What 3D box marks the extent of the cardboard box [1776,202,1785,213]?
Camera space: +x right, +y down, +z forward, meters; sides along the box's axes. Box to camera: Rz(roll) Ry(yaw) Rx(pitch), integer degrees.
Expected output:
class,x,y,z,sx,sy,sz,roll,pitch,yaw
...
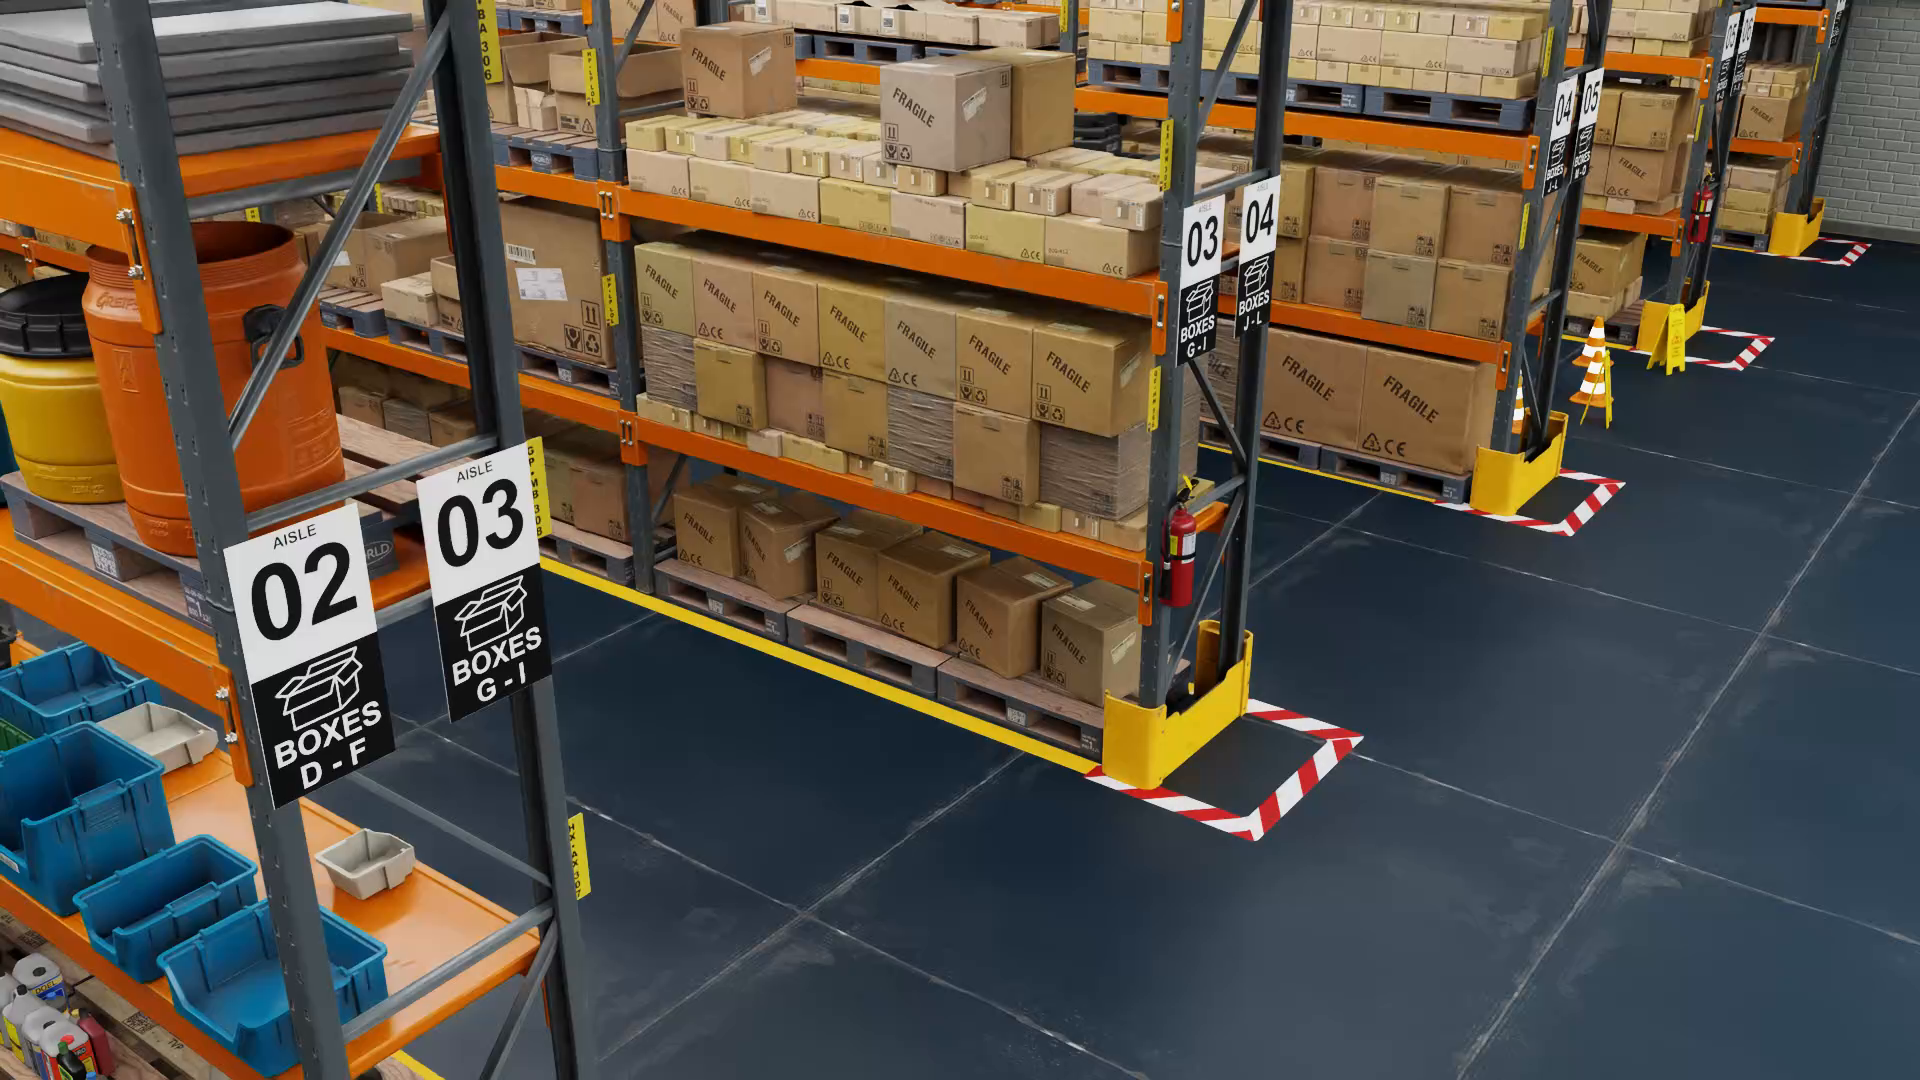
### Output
class,x,y,z,sx,sy,sz,roll,pitch,yaw
cardboard box,9.958,-4.116,20.761,0.500,0.250,0.500,17,29,34

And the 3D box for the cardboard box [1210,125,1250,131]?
class,x,y,z,sx,sy,sz,roll,pitch,yaw
cardboard box,3.155,-4.896,18.629,0.500,0.500,0.500,17,29,34

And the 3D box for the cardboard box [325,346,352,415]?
class,x,y,z,sx,sy,sz,roll,pitch,yaw
cardboard box,-5.625,-1.528,14.113,0.875,0.875,1.225,15,28,31

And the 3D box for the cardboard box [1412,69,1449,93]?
class,x,y,z,sx,sy,sz,roll,pitch,yaw
cardboard box,3.496,-3.366,12.116,0.250,0.149,0.380,17,29,34

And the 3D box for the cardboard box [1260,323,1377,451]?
class,x,y,z,sx,sy,sz,roll,pitch,yaw
cardboard box,3.085,-1.351,13.710,0.875,0.875,0.875,16,29,32

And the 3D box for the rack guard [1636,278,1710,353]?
class,x,y,z,sx,sy,sz,roll,pitch,yaw
rack guard,7.199,-2.272,16.787,0.348,0.500,1.175,17,29,33

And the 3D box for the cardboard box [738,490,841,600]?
class,x,y,z,sx,sy,sz,roll,pitch,yaw
cardboard box,-1.125,0.030,11.042,0.500,0.500,0.500,-16,28,-31

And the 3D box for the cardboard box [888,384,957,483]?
class,x,y,z,sx,sy,sz,roll,pitch,yaw
cardboard box,0.047,-0.741,9.719,0.500,0.500,0.875,17,29,33

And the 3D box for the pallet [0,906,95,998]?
class,x,y,z,sx,sy,sz,roll,pitch,yaw
pallet,-4.342,1.882,7.716,1.213,0.211,1.003,17,29,33

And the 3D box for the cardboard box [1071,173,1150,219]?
class,x,y,z,sx,sy,sz,roll,pitch,yaw
cardboard box,0.769,-1.754,8.482,0.250,0.149,0.380,16,28,32

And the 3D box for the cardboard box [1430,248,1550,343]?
class,x,y,z,sx,sy,sz,roll,pitch,yaw
cardboard box,4.048,-1.920,12.701,0.550,0.550,0.875,17,29,33

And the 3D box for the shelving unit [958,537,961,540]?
class,x,y,z,sx,sy,sz,roll,pitch,yaw
shelving unit,-0.132,-0.589,12.099,0.503,1.200,0.258,17,29,33

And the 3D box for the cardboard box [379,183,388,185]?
class,x,y,z,sx,sy,sz,roll,pitch,yaw
cardboard box,-7.334,-4.335,20.646,0.250,0.149,0.380,18,30,35

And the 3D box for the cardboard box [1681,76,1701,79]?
class,x,y,z,sx,sy,sz,roll,pitch,yaw
cardboard box,8.950,-5.713,20.199,0.250,0.149,0.380,18,29,35

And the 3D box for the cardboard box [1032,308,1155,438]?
class,x,y,z,sx,sy,sz,roll,pitch,yaw
cardboard box,0.728,-0.893,8.824,0.500,0.500,0.500,17,29,33

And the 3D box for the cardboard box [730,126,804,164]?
class,x,y,z,sx,sy,sz,roll,pitch,yaw
cardboard box,-1.128,-2.316,9.757,0.250,0.149,0.380,18,29,35

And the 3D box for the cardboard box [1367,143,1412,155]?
class,x,y,z,sx,sy,sz,roll,pitch,yaw
cardboard box,4.660,-4.237,17.653,0.500,0.500,0.500,17,29,33

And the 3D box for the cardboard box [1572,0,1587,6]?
class,x,y,z,sx,sy,sz,roll,pitch,yaw
cardboard box,6.050,-5.277,16.109,0.250,0.149,0.380,17,29,33

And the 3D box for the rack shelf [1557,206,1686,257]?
class,x,y,z,sx,sy,sz,roll,pitch,yaw
rack shelf,5.660,-3.552,17.484,4.000,0.370,1.077,17,29,33

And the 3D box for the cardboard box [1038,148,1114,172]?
class,x,y,z,sx,sy,sz,roll,pitch,yaw
cardboard box,0.634,-2.032,9.113,0.250,0.149,0.380,18,30,35

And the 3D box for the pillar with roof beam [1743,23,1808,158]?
class,x,y,z,sx,sy,sz,roll,pitch,yaw
pillar with roof beam,7.636,-6.816,16.558,0.400,9.000,9.100,17,29,33

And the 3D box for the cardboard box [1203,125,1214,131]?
class,x,y,z,sx,sy,sz,roll,pitch,yaw
cardboard box,2.848,-4.658,18.893,0.250,0.149,0.380,17,29,34

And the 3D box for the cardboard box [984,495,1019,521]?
class,x,y,z,sx,sy,sz,roll,pitch,yaw
cardboard box,0.343,-0.258,9.426,0.250,0.149,0.380,17,29,33

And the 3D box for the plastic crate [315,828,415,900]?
class,x,y,z,sx,sy,sz,roll,pitch,yaw
plastic crate,-2.177,1.198,6.138,0.250,0.136,0.298,17,29,33

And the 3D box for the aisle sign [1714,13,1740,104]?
class,x,y,z,sx,sy,sz,roll,pitch,yaw
aisle sign,7.136,-4.479,15.471,0.004,0.787,0.394,17,29,33

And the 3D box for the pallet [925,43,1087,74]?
class,x,y,z,sx,sy,sz,roll,pitch,yaw
pallet,0.408,-4.234,14.657,1.217,0.209,0.805,16,28,31

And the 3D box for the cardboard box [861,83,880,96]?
class,x,y,z,sx,sy,sz,roll,pitch,yaw
cardboard box,-0.931,-5.893,21.471,0.500,0.250,0.500,16,28,32

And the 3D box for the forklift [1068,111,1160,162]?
class,x,y,z,sx,sy,sz,roll,pitch,yaw
forklift,0.997,-1.934,13.004,1.130,2.935,3.031,14,28,29

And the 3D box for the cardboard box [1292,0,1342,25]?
class,x,y,z,sx,sy,sz,roll,pitch,yaw
cardboard box,2.679,-3.978,12.515,0.250,0.149,0.380,17,29,34

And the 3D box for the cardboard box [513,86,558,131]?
class,x,y,z,sx,sy,sz,roll,pitch,yaw
cardboard box,-2.696,-2.866,10.960,0.258,0.266,0.396,18,30,35

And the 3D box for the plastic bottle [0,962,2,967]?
class,x,y,z,sx,sy,sz,roll,pitch,yaw
plastic bottle,-4.269,1.803,7.277,0.097,0.271,0.097,0,24,0

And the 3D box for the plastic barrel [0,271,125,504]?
class,x,y,z,sx,sy,sz,roll,pitch,yaw
plastic barrel,-2.642,-0.488,5.163,0.600,0.588,0.600,0,24,0

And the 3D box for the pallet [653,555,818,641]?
class,x,y,z,sx,sy,sz,roll,pitch,yaw
pallet,-1.326,0.259,11.400,1.213,0.211,1.003,17,29,33

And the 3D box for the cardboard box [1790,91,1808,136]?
class,x,y,z,sx,sy,sz,roll,pitch,yaw
cardboard box,10.004,-5.255,20.333,0.500,0.500,0.500,18,29,35

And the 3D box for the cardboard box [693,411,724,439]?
class,x,y,z,sx,sy,sz,roll,pitch,yaw
cardboard box,-1.484,-0.788,10.629,0.250,0.149,0.380,17,29,33

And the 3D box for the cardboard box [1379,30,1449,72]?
class,x,y,z,sx,sy,sz,roll,pitch,yaw
cardboard box,3.413,-3.604,12.161,0.500,0.250,0.500,17,29,33

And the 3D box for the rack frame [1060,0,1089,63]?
class,x,y,z,sx,sy,sz,roll,pitch,yaw
rack frame,1.171,-5.489,13.547,0.127,3.000,1.000,17,29,33

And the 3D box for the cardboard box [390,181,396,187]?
class,x,y,z,sx,sy,sz,roll,pitch,yaw
cardboard box,-6.988,-4.528,21.083,0.250,0.149,0.380,18,30,35

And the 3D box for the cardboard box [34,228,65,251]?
class,x,y,z,sx,sy,sz,roll,pitch,yaw
cardboard box,-8.068,-2.956,15.115,0.500,0.500,0.500,17,29,33

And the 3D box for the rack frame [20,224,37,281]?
class,x,y,z,sx,sy,sz,roll,pitch,yaw
rack frame,-8.286,-3.102,15.571,0.127,3.000,1.000,17,29,33

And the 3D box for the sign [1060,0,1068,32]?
class,x,y,z,sx,sy,sz,roll,pitch,yaw
sign,0.854,-4.319,13.581,0.005,0.325,0.100,17,29,33

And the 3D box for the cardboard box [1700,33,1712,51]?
class,x,y,z,sx,sy,sz,roll,pitch,yaw
cardboard box,7.189,-4.840,16.107,0.250,0.149,0.380,17,29,33

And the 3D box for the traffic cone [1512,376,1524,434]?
class,x,y,z,sx,sy,sz,roll,pitch,yaw
traffic cone,4.799,-1.202,14.404,0.334,0.463,0.336,17,29,33

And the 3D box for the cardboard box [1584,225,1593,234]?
class,x,y,z,sx,sy,sz,roll,pitch,yaw
cardboard box,6.340,-3.090,17.502,0.500,0.500,0.500,16,28,31

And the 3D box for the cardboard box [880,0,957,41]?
class,x,y,z,sx,sy,sz,roll,pitch,yaw
cardboard box,-0.363,-4.666,14.866,0.500,0.311,0.500,16,28,31

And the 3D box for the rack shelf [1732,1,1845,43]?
class,x,y,z,sx,sy,sz,roll,pitch,yaw
rack shelf,8.634,-6.527,20.516,4.000,0.370,1.077,17,29,33

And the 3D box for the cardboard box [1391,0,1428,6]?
class,x,y,z,sx,sy,sz,roll,pitch,yaw
cardboard box,3.483,-4.066,12.716,0.250,0.149,0.380,16,29,32

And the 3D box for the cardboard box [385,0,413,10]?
class,x,y,z,sx,sy,sz,roll,pitch,yaw
cardboard box,-6.177,-6.138,18.927,0.500,0.250,0.500,17,29,33

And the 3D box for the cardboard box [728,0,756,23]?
class,x,y,z,sx,sy,sz,roll,pitch,yaw
cardboard box,-2.327,-5.353,16.835,0.500,0.500,0.500,17,29,33

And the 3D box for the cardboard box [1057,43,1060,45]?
class,x,y,z,sx,sy,sz,roll,pitch,yaw
cardboard box,1.513,-7.573,25.363,0.258,0.266,0.396,18,30,36

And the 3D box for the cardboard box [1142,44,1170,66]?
class,x,y,z,sx,sy,sz,roll,pitch,yaw
cardboard box,1.666,-3.919,13.370,0.250,0.149,0.380,17,29,33

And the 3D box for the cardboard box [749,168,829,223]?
class,x,y,z,sx,sy,sz,roll,pitch,yaw
cardboard box,-0.860,-2.030,9.604,0.500,0.250,0.500,16,28,31

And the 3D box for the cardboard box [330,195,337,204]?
class,x,y,z,sx,sy,sz,roll,pitch,yaw
cardboard box,-7.731,-4.344,21.036,0.250,0.149,0.380,17,29,34

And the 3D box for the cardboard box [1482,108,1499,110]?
class,x,y,z,sx,sy,sz,roll,pitch,yaw
cardboard box,5.534,-4.471,16.943,0.500,0.500,0.700,17,29,33

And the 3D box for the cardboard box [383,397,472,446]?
class,x,y,z,sx,sy,sz,roll,pitch,yaw
cardboard box,-4.085,-0.907,13.142,0.500,0.500,0.700,14,27,29
